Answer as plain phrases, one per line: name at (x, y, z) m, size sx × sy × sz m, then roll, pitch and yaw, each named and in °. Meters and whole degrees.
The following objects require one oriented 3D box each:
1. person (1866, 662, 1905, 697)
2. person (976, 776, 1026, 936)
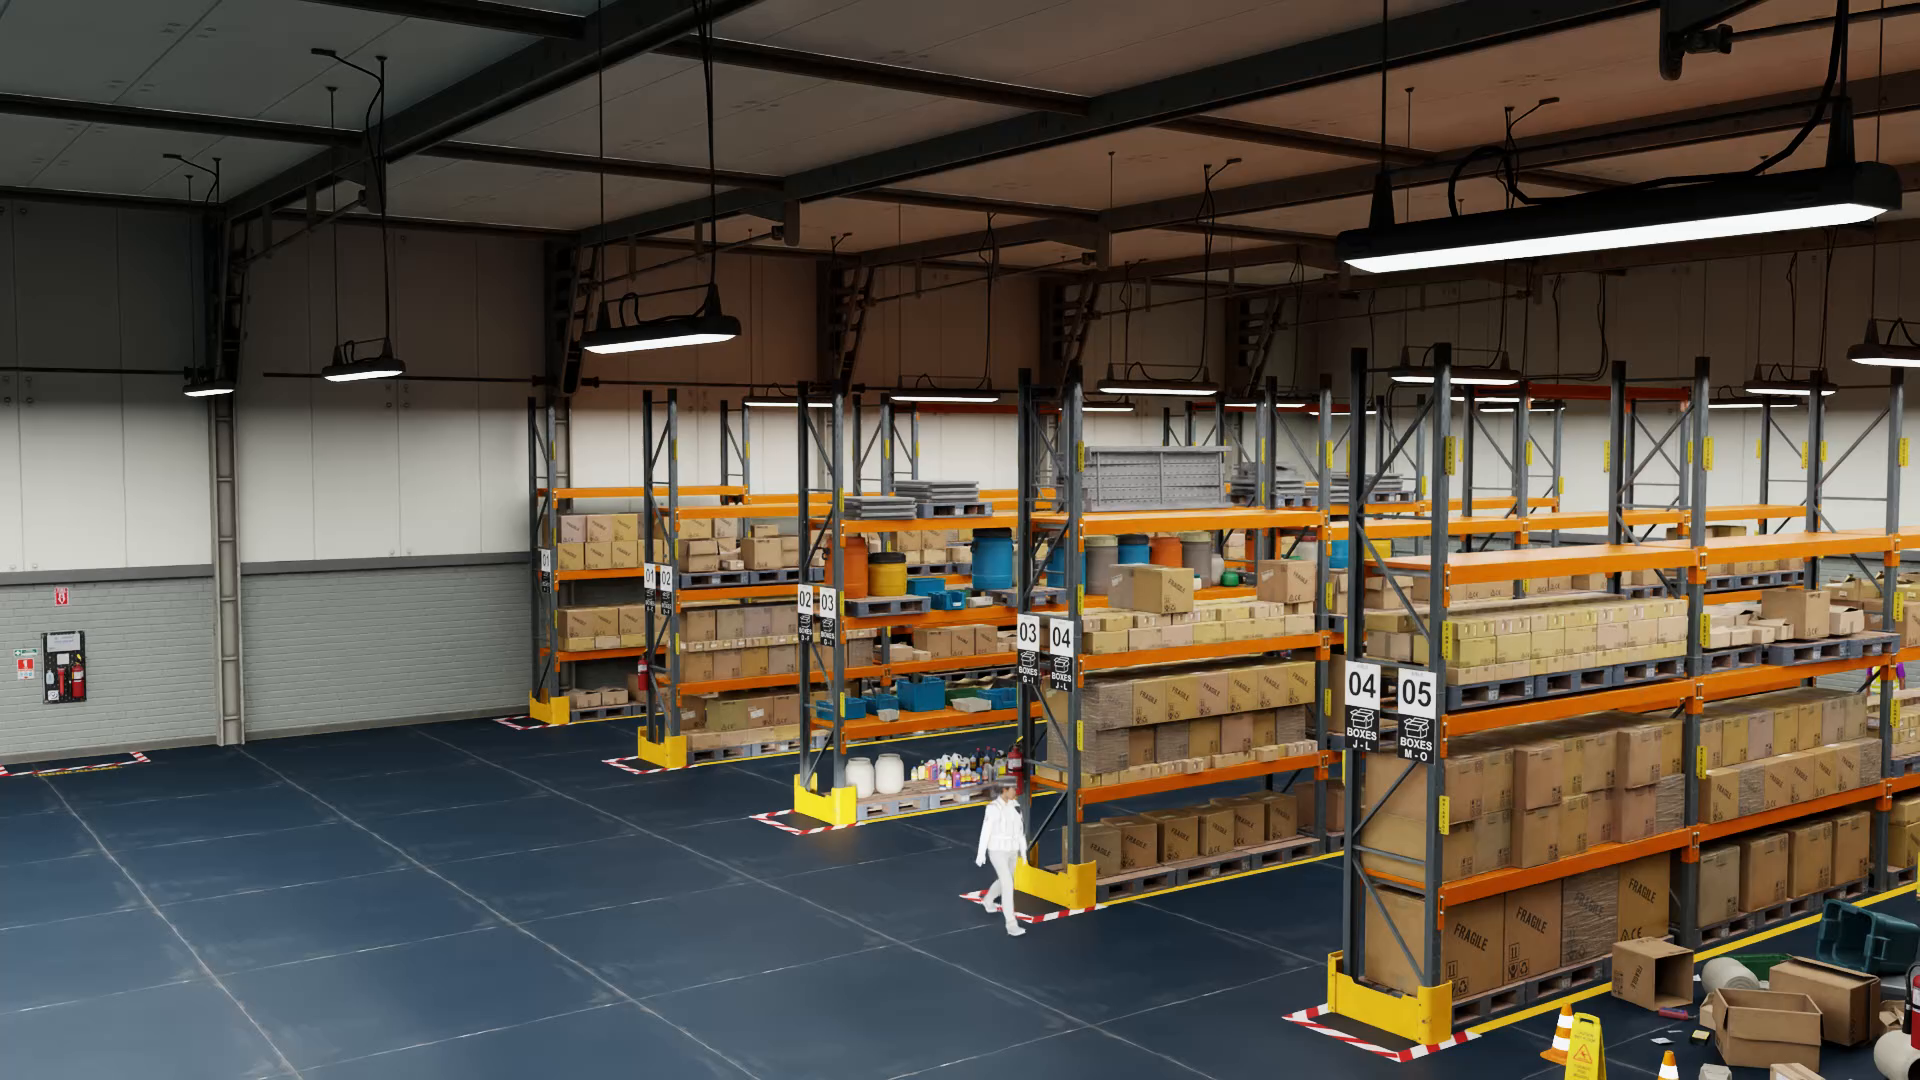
person at (15.682, 2.616, 28.209) m, size 0.625 × 1.774 × 0.715 m, roll 3°, pitch 5°, yaw 42°
person at (0.467, 3.319, 17.742) m, size 1.000 × 1.606 × 0.534 m, roll 3°, pitch 5°, yaw 44°
